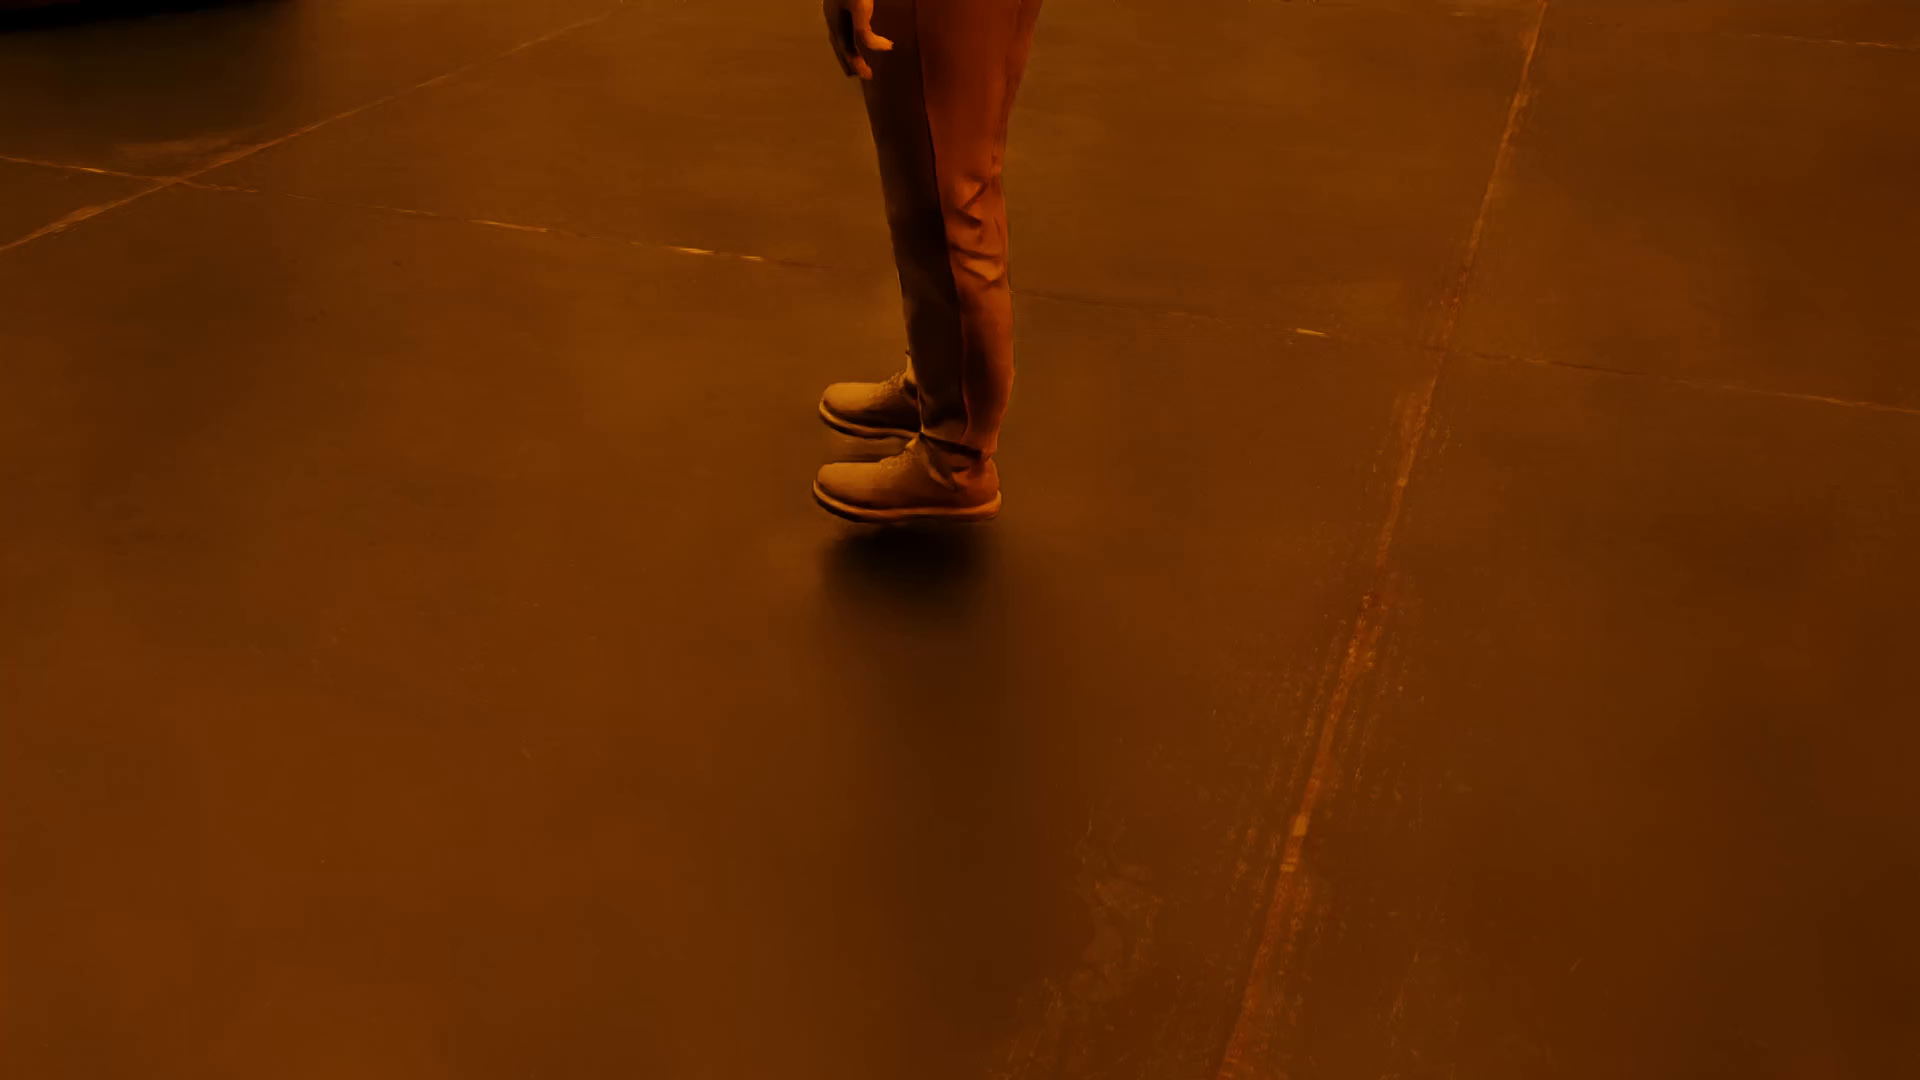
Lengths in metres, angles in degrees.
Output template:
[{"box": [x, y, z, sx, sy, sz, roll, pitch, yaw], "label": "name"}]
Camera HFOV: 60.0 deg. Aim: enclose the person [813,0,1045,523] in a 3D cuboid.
[{"box": [-0.060, -0.793, 2.085, 0.534, 1.695, 0.586, 10, 31, 18], "label": "person"}]
